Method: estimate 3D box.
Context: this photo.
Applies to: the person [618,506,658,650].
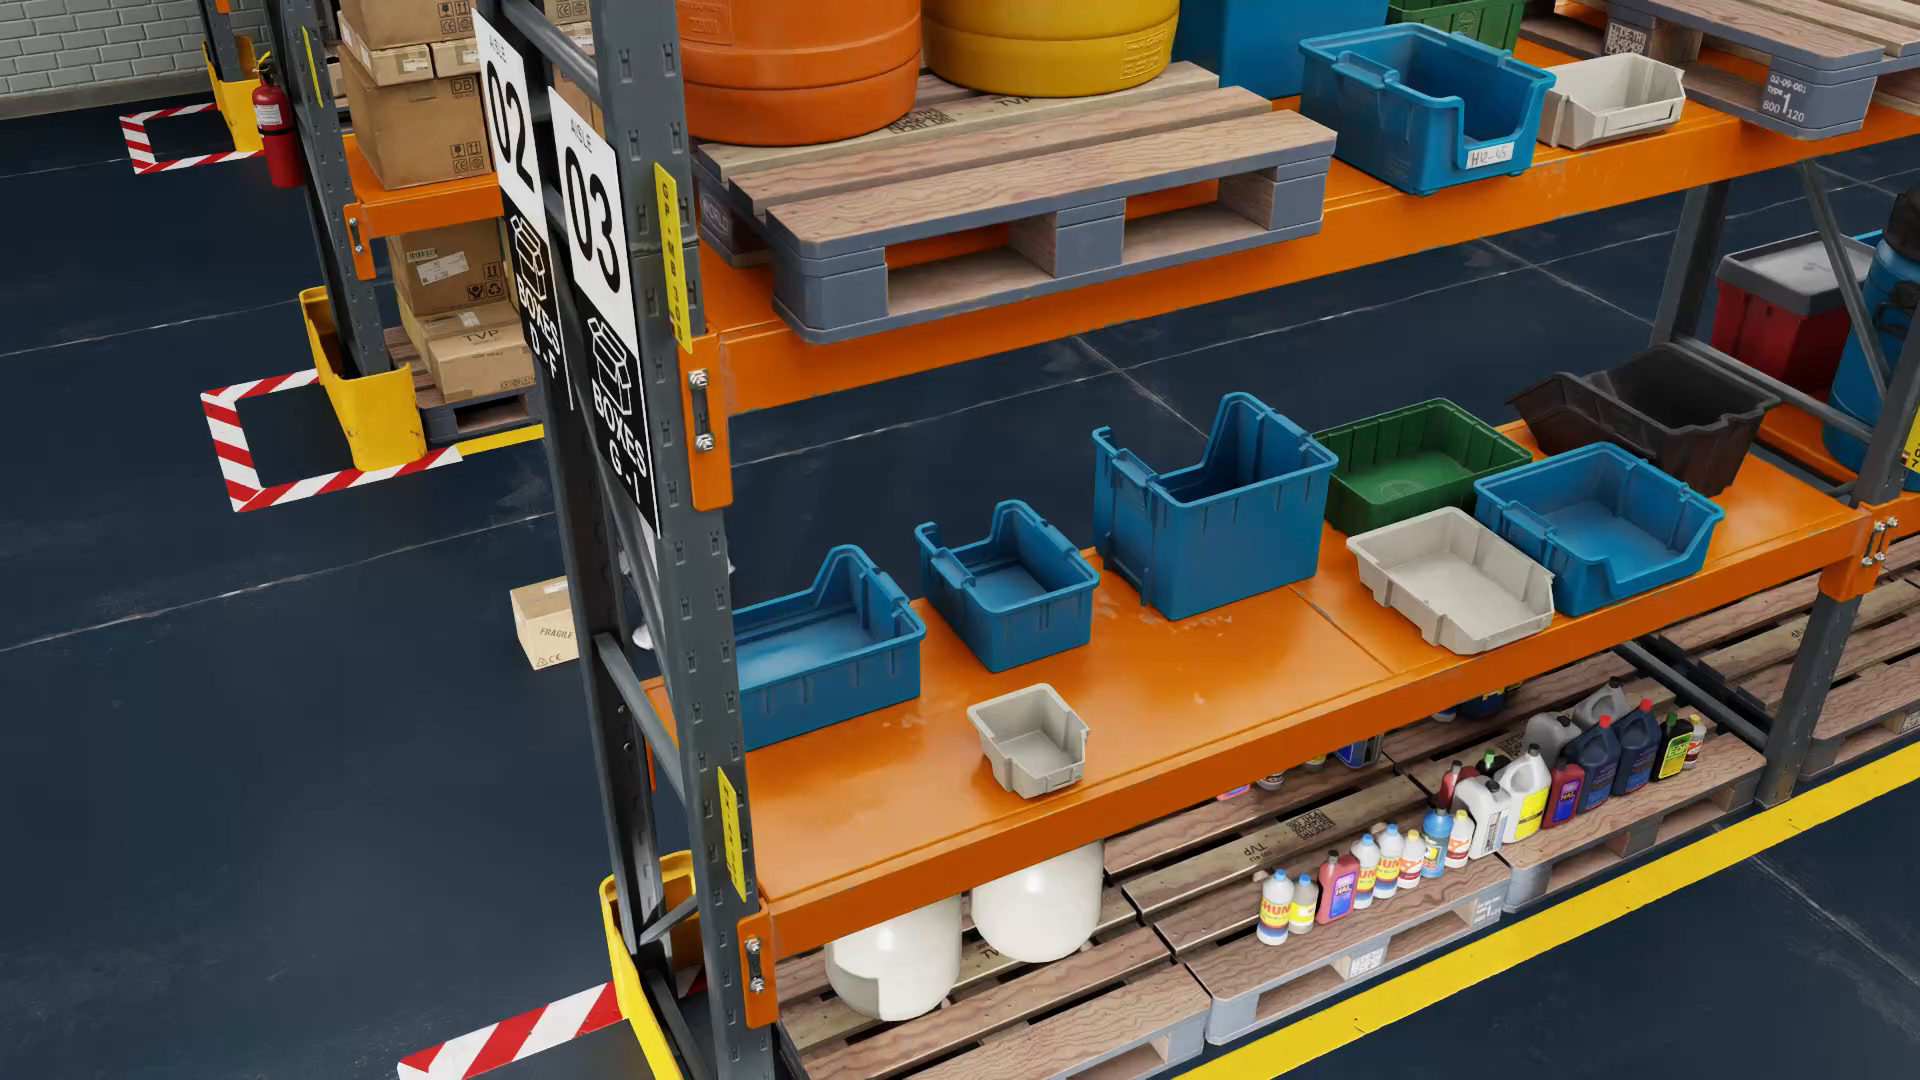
[{"bbox_3d":[-1.315,-0.409,6.765,0.499,1.653,0.702,-2,33,-3],"label":"person"}]
